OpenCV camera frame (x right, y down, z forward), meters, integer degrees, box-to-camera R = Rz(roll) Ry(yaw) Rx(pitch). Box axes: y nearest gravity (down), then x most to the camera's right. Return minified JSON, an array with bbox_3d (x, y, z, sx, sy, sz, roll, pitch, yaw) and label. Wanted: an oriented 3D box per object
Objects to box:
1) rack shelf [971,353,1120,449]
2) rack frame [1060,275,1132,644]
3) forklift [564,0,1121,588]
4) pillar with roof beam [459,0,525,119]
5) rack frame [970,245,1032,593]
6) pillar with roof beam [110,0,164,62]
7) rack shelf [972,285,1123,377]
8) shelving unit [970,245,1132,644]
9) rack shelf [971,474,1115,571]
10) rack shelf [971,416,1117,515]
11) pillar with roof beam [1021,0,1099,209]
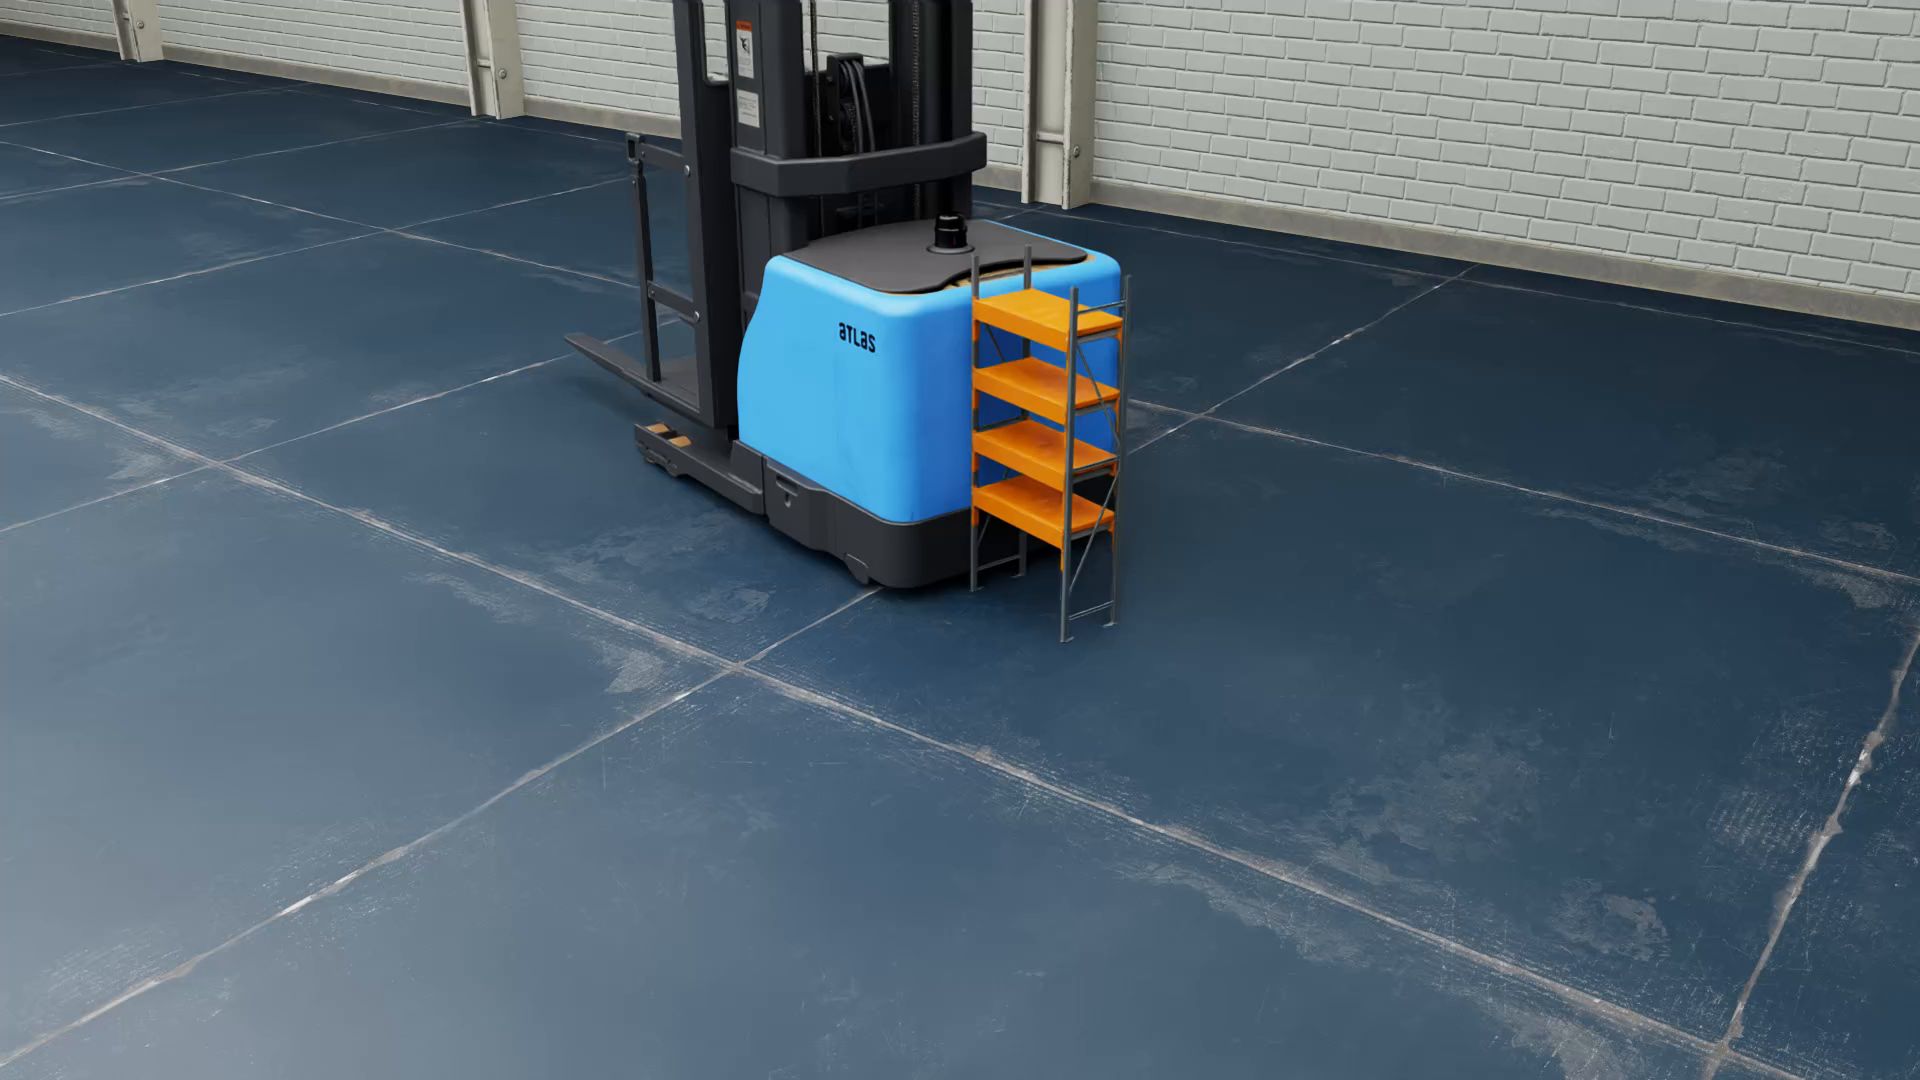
[{"bbox_3d":[0.284,-0.459,5.415,0.258,0.148,0.480,-17,29,-34],"label":"rack shelf"},{"bbox_3d":[0.431,-0.237,5.300,0.240,1.200,0.015,-17,29,-34],"label":"rack frame"},{"bbox_3d":[-0.706,-1.706,6.487,1.130,2.935,3.031,-17,29,-34],"label":"forklift"},{"bbox_3d":[-6.708,-6.540,9.932,0.400,9.000,9.100,17,29,33],"label":"pillar with roof beam"},{"bbox_3d":[0.136,-0.394,5.656,0.240,1.200,0.015,-17,29,-34],"label":"rack frame"},{"bbox_3d":[-11.510,-7.990,13.225,0.400,9.000,9.100,17,29,33],"label":"pillar with roof beam"},{"bbox_3d":[0.284,-0.675,5.320,0.258,0.148,0.480,-17,29,-34],"label":"rack shelf"},{"bbox_3d":[0.284,-0.316,5.478,0.258,1.200,0.503,-17,29,-34],"label":"shelving unit"},{"bbox_3d":[0.284,-0.072,5.586,0.258,0.148,0.480,-17,29,-34],"label":"rack shelf"},{"bbox_3d":[0.284,-0.254,5.505,0.258,0.148,0.480,-17,29,-34],"label":"rack shelf"},{"bbox_3d":[-1.907,-5.089,6.639,0.400,9.000,9.100,17,29,33],"label":"pillar with roof beam"}]
